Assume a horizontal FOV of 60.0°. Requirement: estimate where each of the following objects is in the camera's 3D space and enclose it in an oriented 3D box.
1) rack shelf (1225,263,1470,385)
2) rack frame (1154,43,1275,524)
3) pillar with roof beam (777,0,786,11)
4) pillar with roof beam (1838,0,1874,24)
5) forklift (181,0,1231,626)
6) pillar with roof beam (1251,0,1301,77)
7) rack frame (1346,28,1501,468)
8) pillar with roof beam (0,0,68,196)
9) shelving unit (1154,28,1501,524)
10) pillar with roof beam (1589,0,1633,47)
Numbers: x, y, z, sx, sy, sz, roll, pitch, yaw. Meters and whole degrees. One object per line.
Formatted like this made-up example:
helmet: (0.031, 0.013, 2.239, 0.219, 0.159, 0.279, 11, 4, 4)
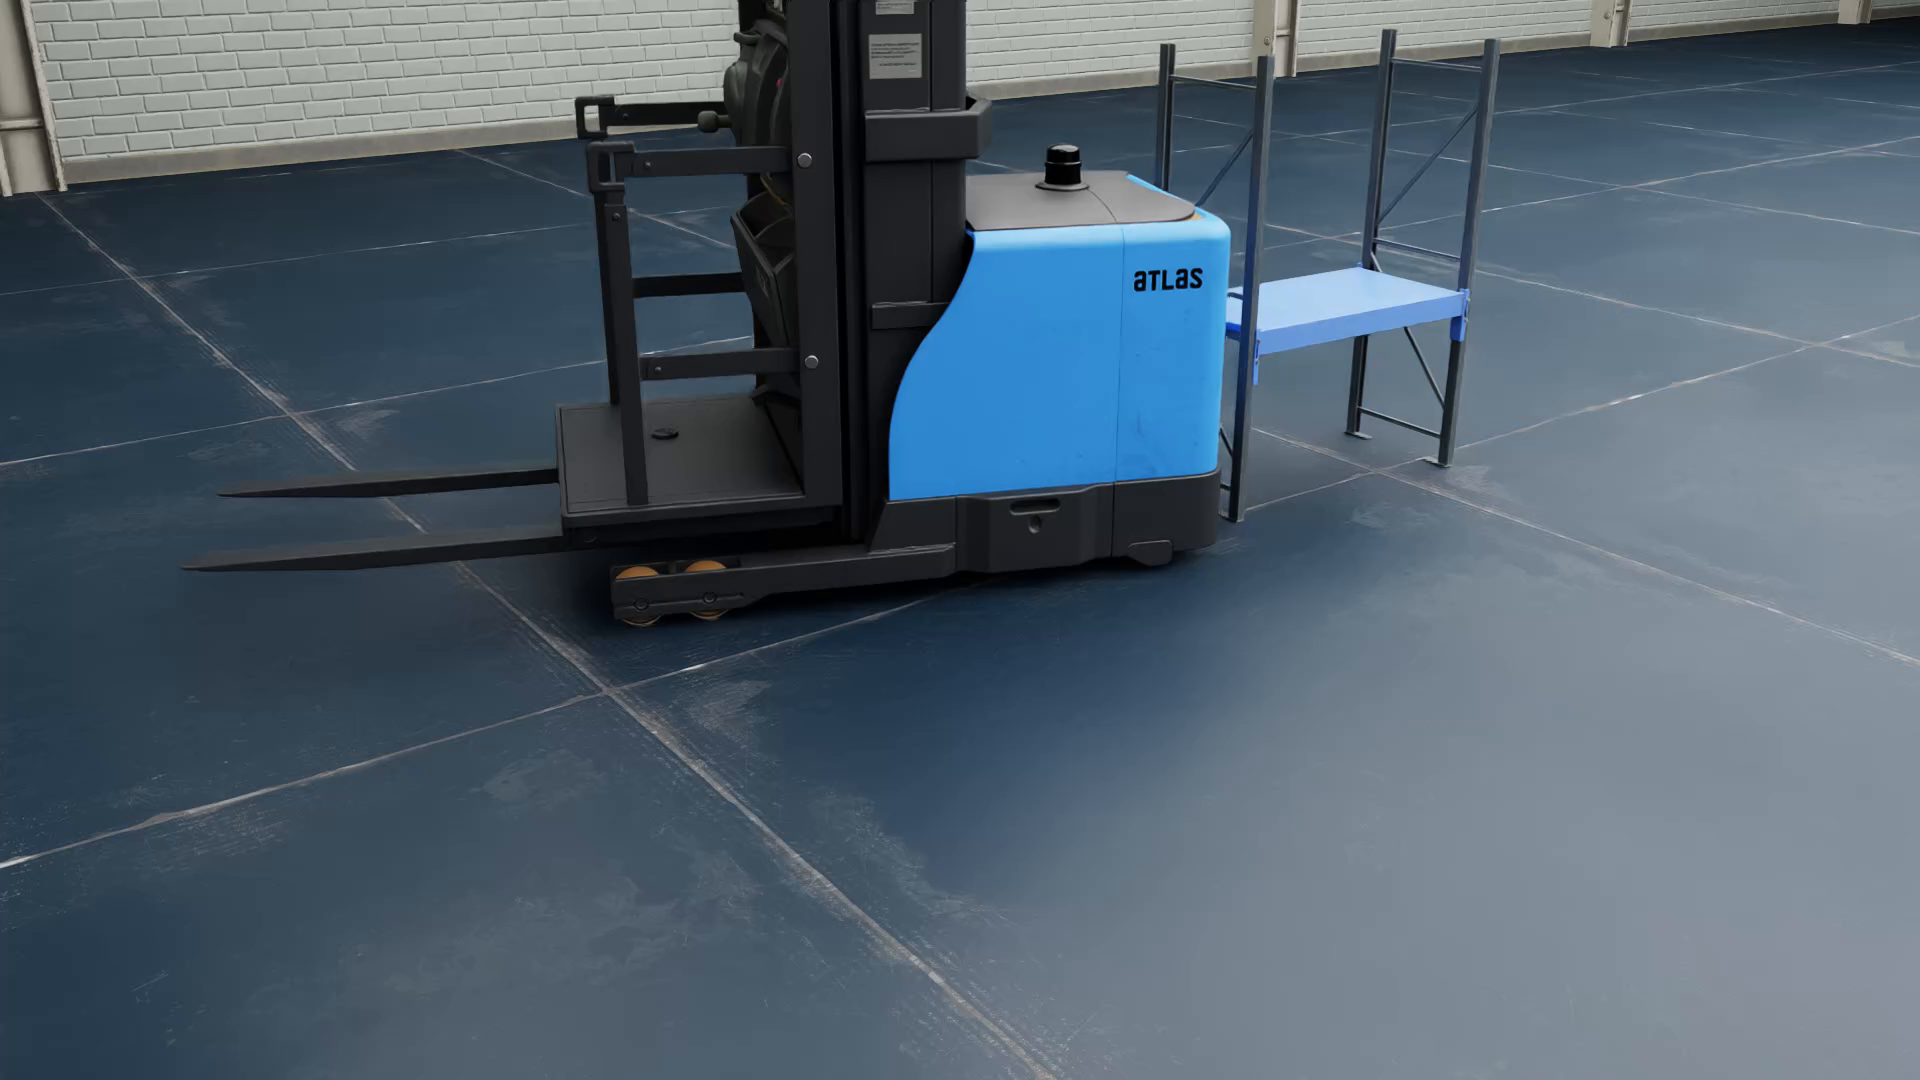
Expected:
rack shelf: (1.220, -0.767, 5.779, 1.000, 0.185, 0.538, -14, 26, -31)
rack frame: (0.796, -0.830, 5.452, 0.032, 1.500, 0.500, -14, 26, -31)
pillar with roof beam: (1.015, -6.584, 9.754, 0.400, 9.000, 9.100, -15, 26, -33)
pillar with roof beam: (15.627, -10.480, 19.517, 0.400, 9.000, 9.100, -15, 26, -33)
forklift: (-0.766, -1.330, 4.775, 3.031, 2.935, 1.130, -5, 22, -13)
pillar with roof beam: (5.886, -7.882, 13.008, 0.400, 9.000, 9.100, -15, 26, -33)
rack frame: (1.644, -1.038, 5.973, 0.032, 1.500, 0.500, -14, 26, -31)
pillar with roof beam: (-3.855, -5.285, 6.499, 0.400, 9.000, 9.100, -15, 26, -33)
shelving unit: (1.220, -0.934, 5.712, 1.048, 1.500, 0.538, -14, 26, -31)
pillar with roof beam: (10.756, -9.181, 16.263, 0.400, 9.000, 9.100, -15, 26, -33)
